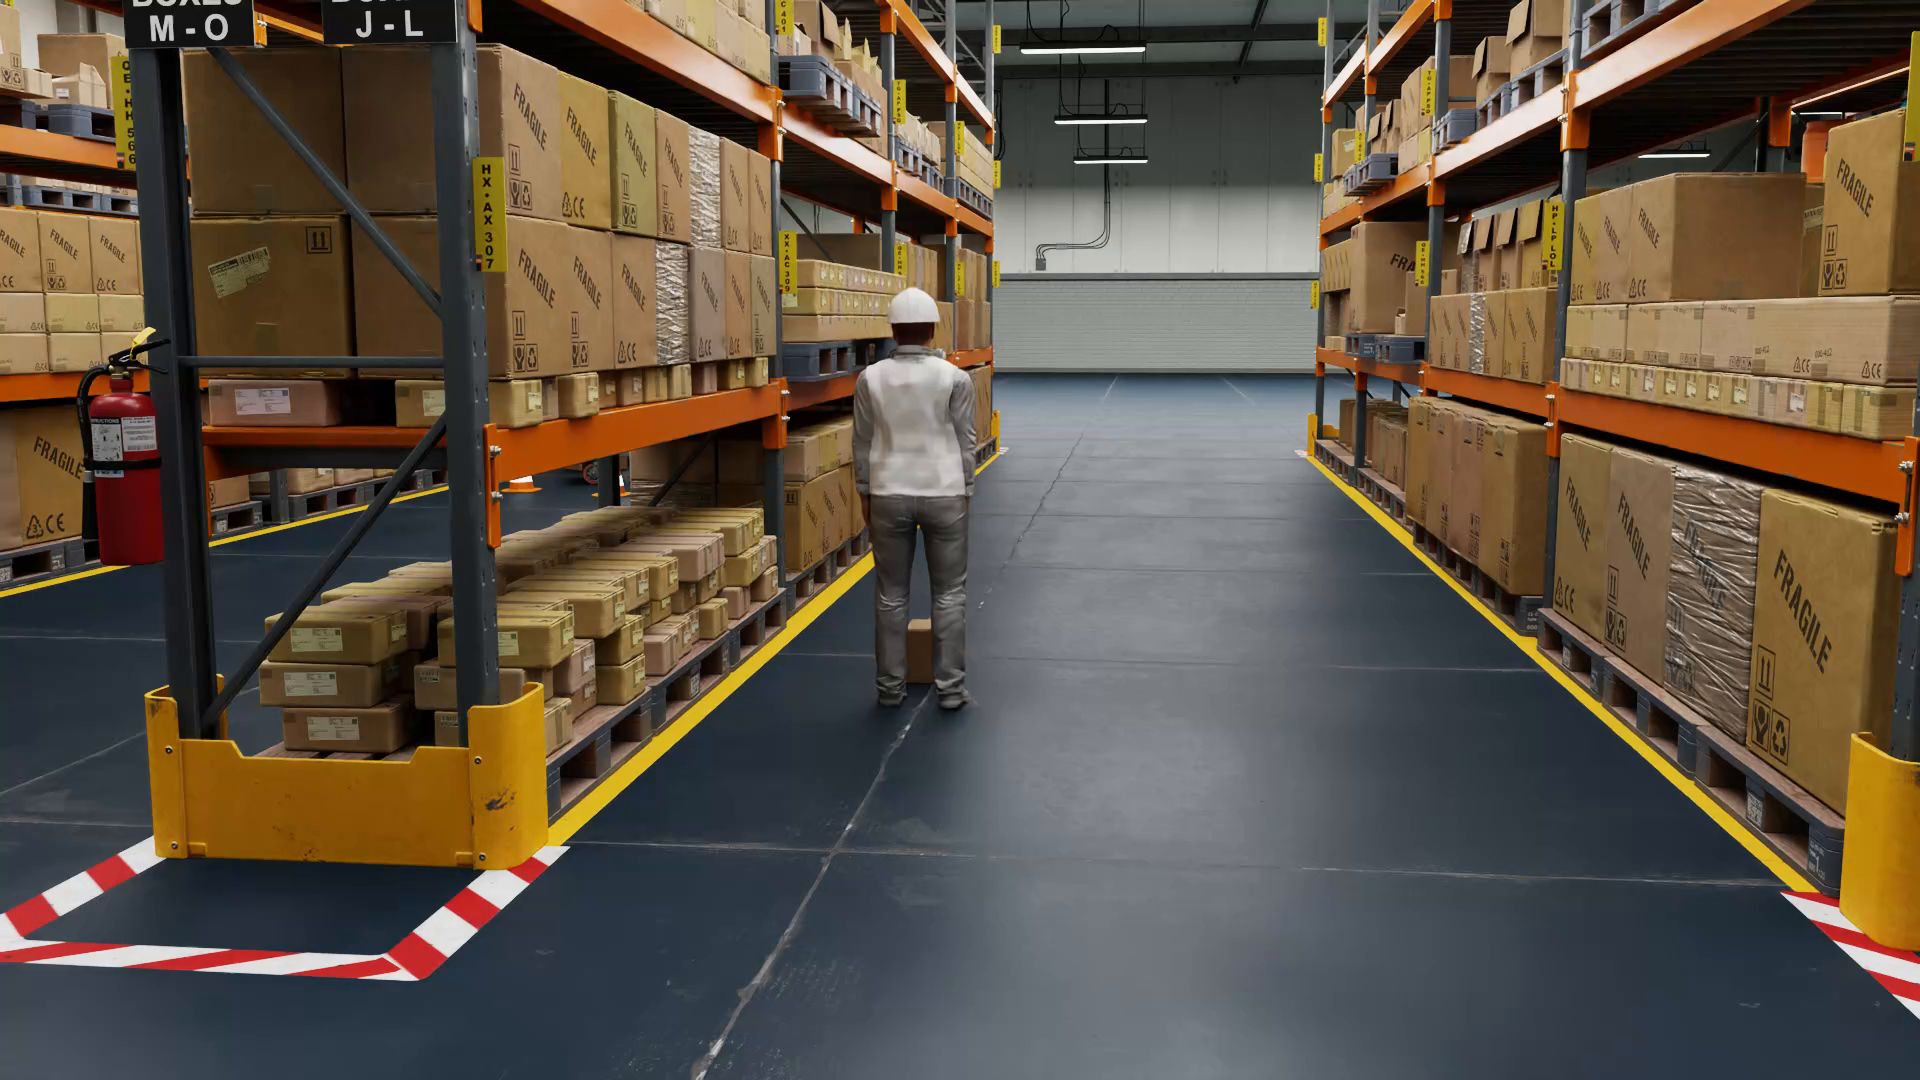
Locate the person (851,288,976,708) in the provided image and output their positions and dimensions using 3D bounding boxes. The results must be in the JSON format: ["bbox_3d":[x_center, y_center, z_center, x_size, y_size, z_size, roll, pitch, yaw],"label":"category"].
[{"bbox_3d":[-0.193,-0.172,7.063,0.533,1.775,0.359,1,8,7],"label":"person"}]
